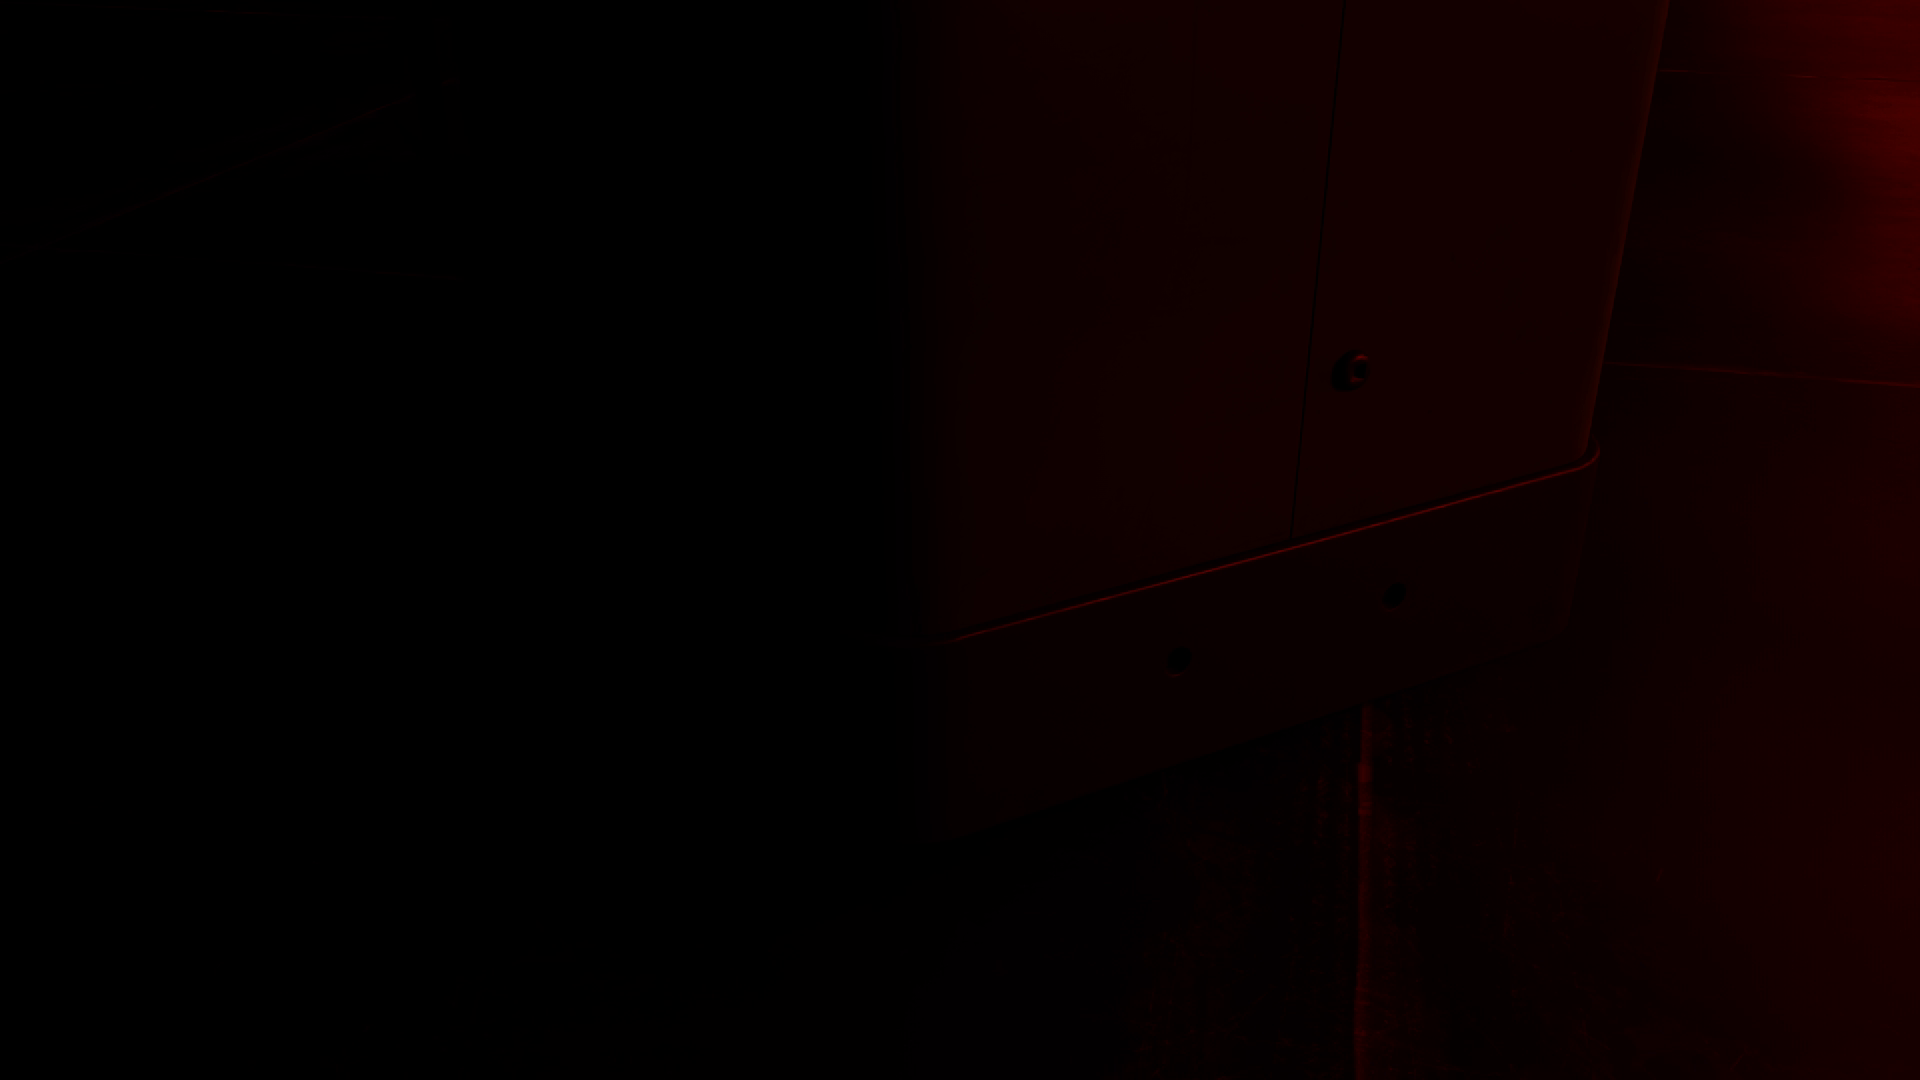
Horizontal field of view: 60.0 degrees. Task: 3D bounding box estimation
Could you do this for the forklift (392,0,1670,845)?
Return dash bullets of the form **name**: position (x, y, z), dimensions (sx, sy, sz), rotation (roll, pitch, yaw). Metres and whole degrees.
- **forklift**: position (-0.360, -1.624, 2.464), dimensions (1.130, 2.935, 3.031), rotation (-14, 30, -25)
